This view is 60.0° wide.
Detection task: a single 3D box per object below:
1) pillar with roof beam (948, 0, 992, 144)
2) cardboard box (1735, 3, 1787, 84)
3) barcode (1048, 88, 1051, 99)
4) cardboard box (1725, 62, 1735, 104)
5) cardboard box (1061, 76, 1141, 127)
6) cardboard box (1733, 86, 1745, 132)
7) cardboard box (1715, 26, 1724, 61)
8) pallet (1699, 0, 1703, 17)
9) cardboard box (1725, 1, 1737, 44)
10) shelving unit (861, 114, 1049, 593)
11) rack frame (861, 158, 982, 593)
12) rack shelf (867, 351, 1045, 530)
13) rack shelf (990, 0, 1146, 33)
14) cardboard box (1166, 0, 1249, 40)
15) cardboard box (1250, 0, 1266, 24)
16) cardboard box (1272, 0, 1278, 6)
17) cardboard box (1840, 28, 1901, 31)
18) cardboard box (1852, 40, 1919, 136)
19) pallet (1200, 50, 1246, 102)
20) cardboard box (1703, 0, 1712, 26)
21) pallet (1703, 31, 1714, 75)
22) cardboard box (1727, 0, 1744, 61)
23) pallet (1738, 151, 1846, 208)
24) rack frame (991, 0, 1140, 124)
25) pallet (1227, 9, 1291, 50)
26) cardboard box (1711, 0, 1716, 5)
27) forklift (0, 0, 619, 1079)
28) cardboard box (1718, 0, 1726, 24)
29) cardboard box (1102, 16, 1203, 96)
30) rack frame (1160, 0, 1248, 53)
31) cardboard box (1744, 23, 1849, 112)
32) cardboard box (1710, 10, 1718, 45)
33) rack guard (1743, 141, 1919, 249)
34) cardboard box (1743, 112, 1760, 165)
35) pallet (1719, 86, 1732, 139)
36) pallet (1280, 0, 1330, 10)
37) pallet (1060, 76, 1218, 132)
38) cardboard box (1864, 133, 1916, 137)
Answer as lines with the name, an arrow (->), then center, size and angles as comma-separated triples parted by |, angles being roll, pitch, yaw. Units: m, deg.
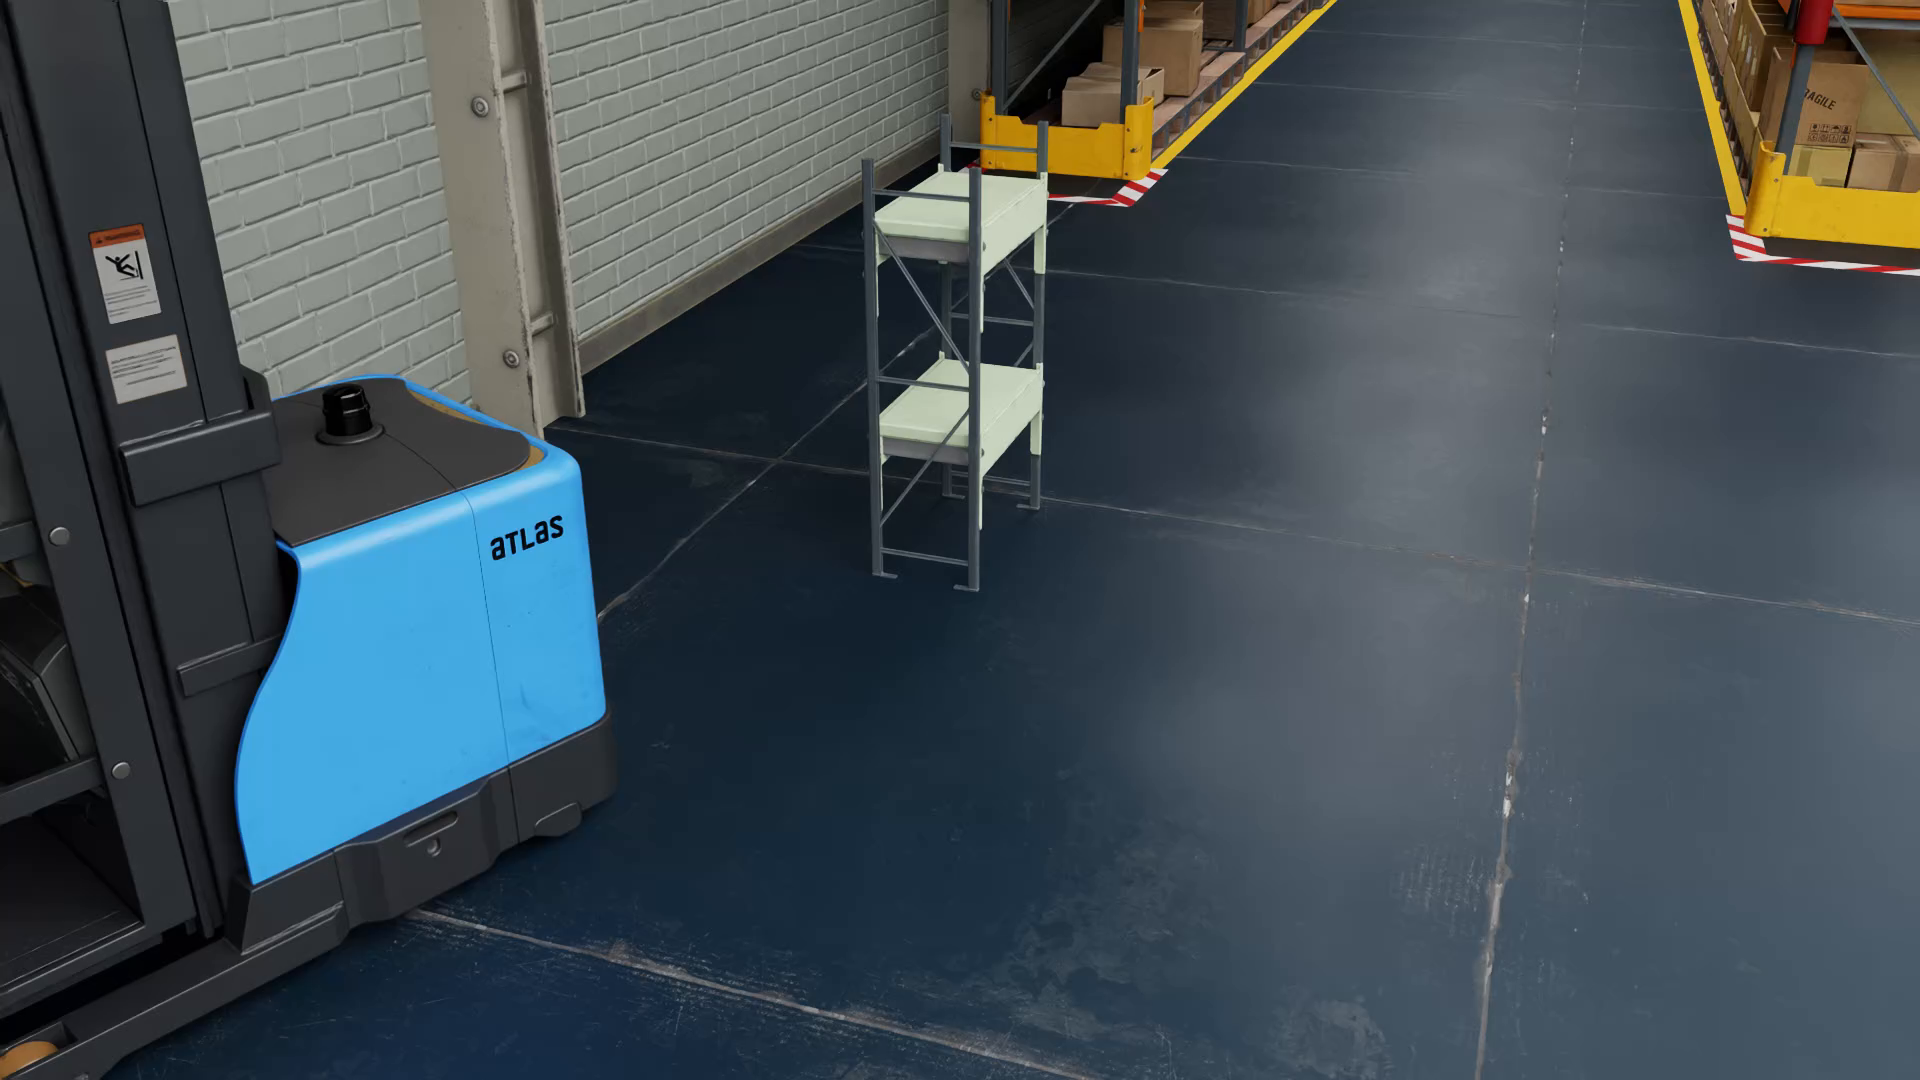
pillar with roof beam -> 4.180, -6.397, 9.136 | 9.100, 9.000, 0.400 | 9, 27, 17
cardboard box -> 5.924, -3.568, 11.990 | 0.500, 0.500, 0.500 | 9, 27, 17
barcode -> 0.647, -3.237, 12.063 | 0.001, 0.075, 0.075 | 9, 27, 17
cardboard box -> 6.095, -3.435, 12.576 | 0.500, 0.250, 0.500 | 9, 27, 17
cardboard box -> 1.018, -3.167, 11.930 | 0.500, 0.311, 0.500 | 6, 26, 12
cardboard box -> 5.763, -3.024, 11.727 | 0.500, 0.250, 0.500 | 9, 27, 17
cardboard box -> 6.741, -4.207, 14.170 | 0.500, 0.250, 0.500 | 8, 27, 17
pallet -> 8.322, -5.525, 17.419 | 1.003, 0.211, 1.213 | 9, 27, 17
cardboard box -> 6.571, -4.247, 13.609 | 0.500, 0.311, 0.500 | 9, 27, 17
shelving unit -> -0.002, -0.672, 5.917 | 0.431, 1.500, 0.755 | 9, 27, 17
rack frame -> -0.124, -0.522, 5.607 | 0.400, 1.500, 0.023 | 9, 27, 17
rack shelf -> -0.002, -0.379, 6.060 | 0.431, 0.370, 0.720 | 9, 27, 17
rack shelf -> 1.368, -4.406, 12.734 | 1.077, 0.370, 4.000 | 9, 27, 17
cardboard box -> 2.263, -4.930, 15.353 | 0.700, 0.500, 0.500 | 10, 27, 19
cardboard box -> 2.596, -5.353, 16.228 | 0.700, 0.500, 0.500 | 9, 27, 18
cardboard box -> 2.894, -5.770, 17.090 | 0.700, 0.500, 0.500 | 9, 27, 17
cardboard box -> 6.265, -3.284, 11.404 | 0.500, 0.500, 0.500 | 9, 27, 17
cardboard box -> 5.928, -2.874, 10.557 | 0.500, 0.500, 0.500 | 9, 27, 17
pallet -> 1.844, -4.016, 14.302 | 1.003, 0.211, 1.213 | 9, 27, 17
cardboard box -> 7.420, -5.051, 15.914 | 0.500, 0.250, 0.500 | 8, 27, 16
pallet -> 7.319, -4.392, 15.078 | 1.003, 0.211, 1.213 | 9, 27, 17
cardboard box -> 6.257, -3.979, 12.839 | 0.500, 0.500, 0.500 | 9, 27, 17
pallet -> 5.591, -2.257, 10.669 | 1.003, 0.211, 1.213 | 9, 27, 17
rack frame -> 0.703, -3.908, 10.880 | 1.000, 3.000, 0.127 | 9, 27, 17
pallet -> 2.696, -5.120, 16.583 | 1.003, 0.211, 1.213 | 9, 27, 17
cardboard box -> 7.248, -5.084, 15.338 | 0.500, 0.311, 0.500 | 8, 27, 16
forklift -> -2.329, -0.241, 3.385 | 1.130, 2.935, 3.031 | 22, 34, 38
cardboard box -> 6.907, -4.666, 14.476 | 0.500, 0.311, 0.500 | 9, 27, 17
cardboard box -> 1.499, -3.781, 12.980 | 0.700, 0.500, 0.500 | 7, 27, 14
rack frame -> 2.034, -5.552, 14.275 | 1.000, 3.000, 0.127 | 9, 27, 17
cardboard box -> 5.592, -3.157, 11.141 | 0.500, 0.500, 0.500 | 9, 27, 17
cardboard box -> 7.082, -4.626, 15.035 | 0.500, 0.250, 0.500 | 9, 27, 18
rack guard -> 5.368, -2.056, 9.924 | 1.175, 0.500, 0.348 | 9, 27, 17
cardboard box -> 5.430, -2.613, 10.879 | 0.500, 0.250, 0.500 | 9, 27, 17
pallet -> 6.402, -3.259, 12.739 | 1.003, 0.211, 1.213 | 9, 27, 17
pallet -> 3.699, -6.254, 18.924 | 1.003, 0.211, 1.213 | 9, 27, 17
pallet -> 1.440, -3.513, 13.263 | 1.003, 0.211, 1.213 | 9, 27, 17
cardboard box -> 5.927, -2.537, 10.721 | 0.500, 0.250, 0.500 | 9, 27, 17
